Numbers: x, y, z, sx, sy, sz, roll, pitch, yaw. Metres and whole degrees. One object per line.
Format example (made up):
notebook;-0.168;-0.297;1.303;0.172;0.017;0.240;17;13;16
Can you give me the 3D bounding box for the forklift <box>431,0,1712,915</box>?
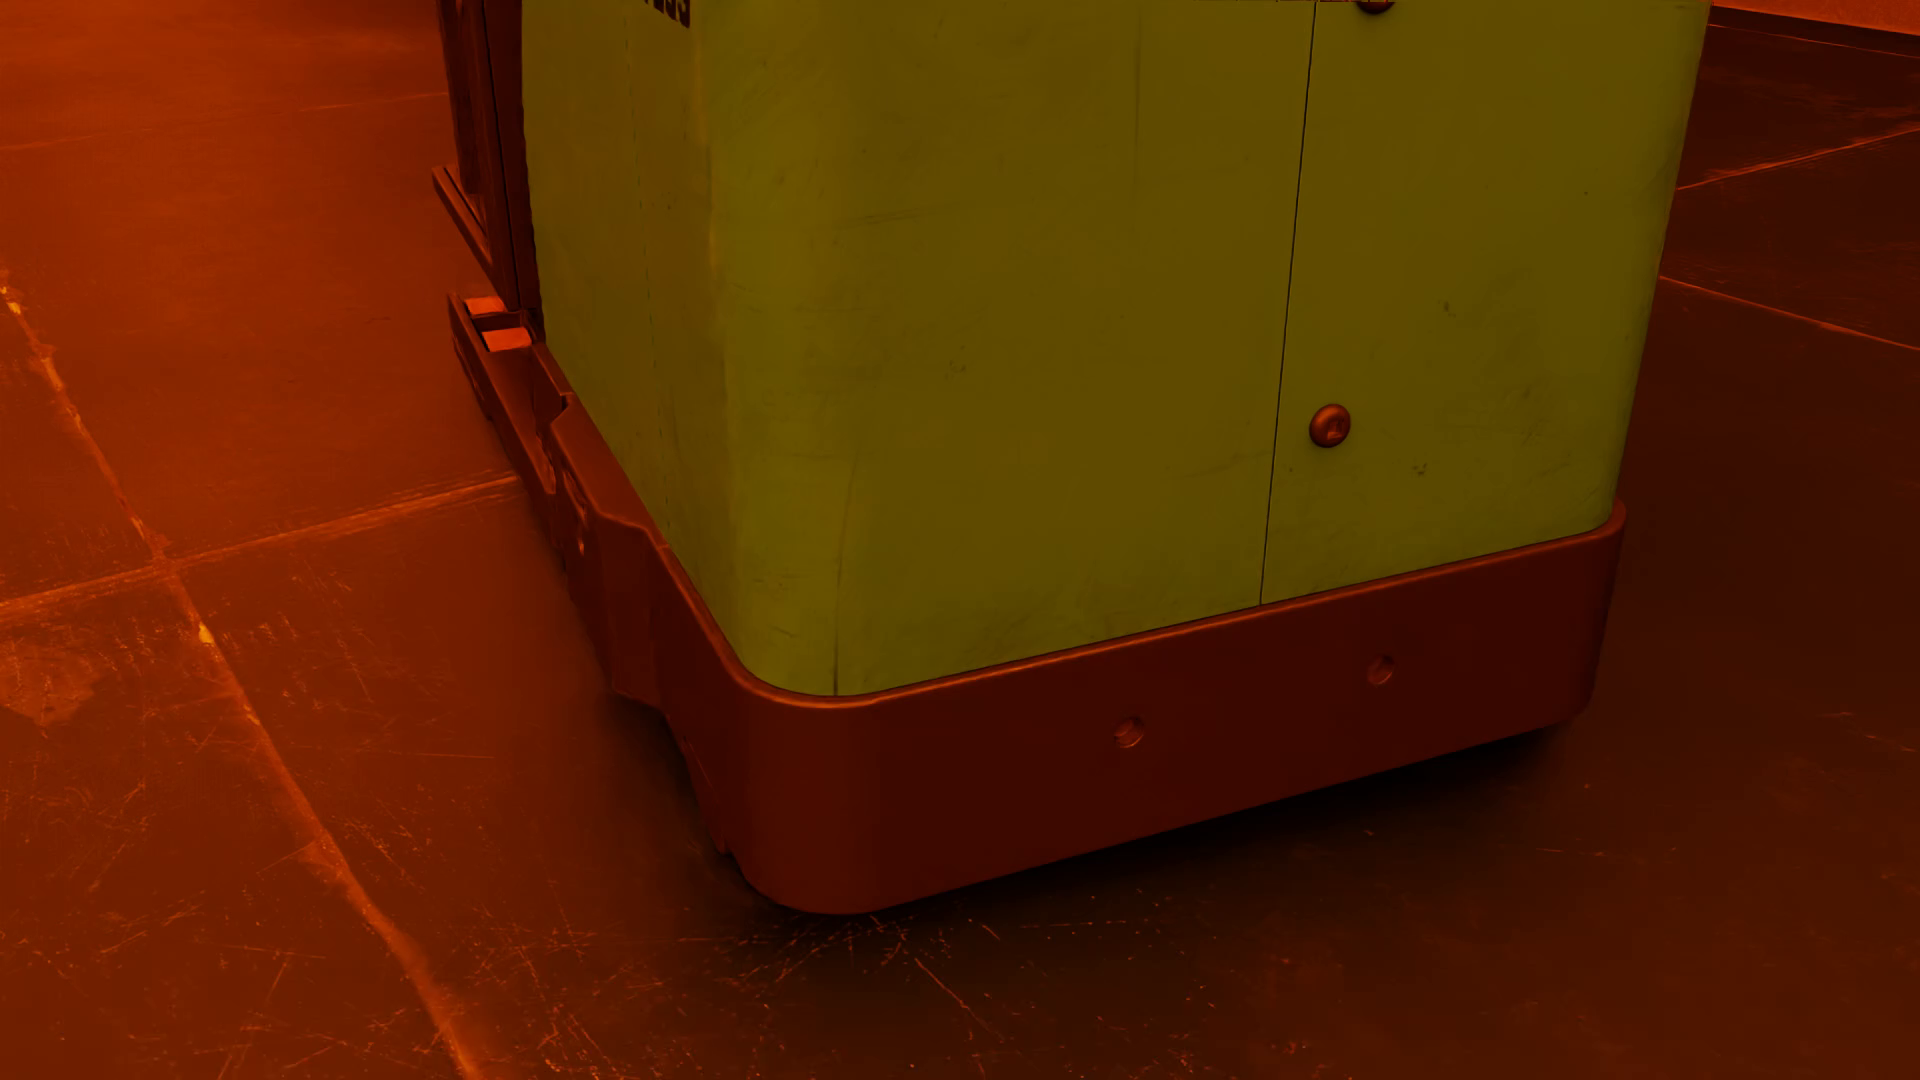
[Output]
forklift;-0.295;-1.583;2.386;1.130;2.935;3.031;-11;29;-21
